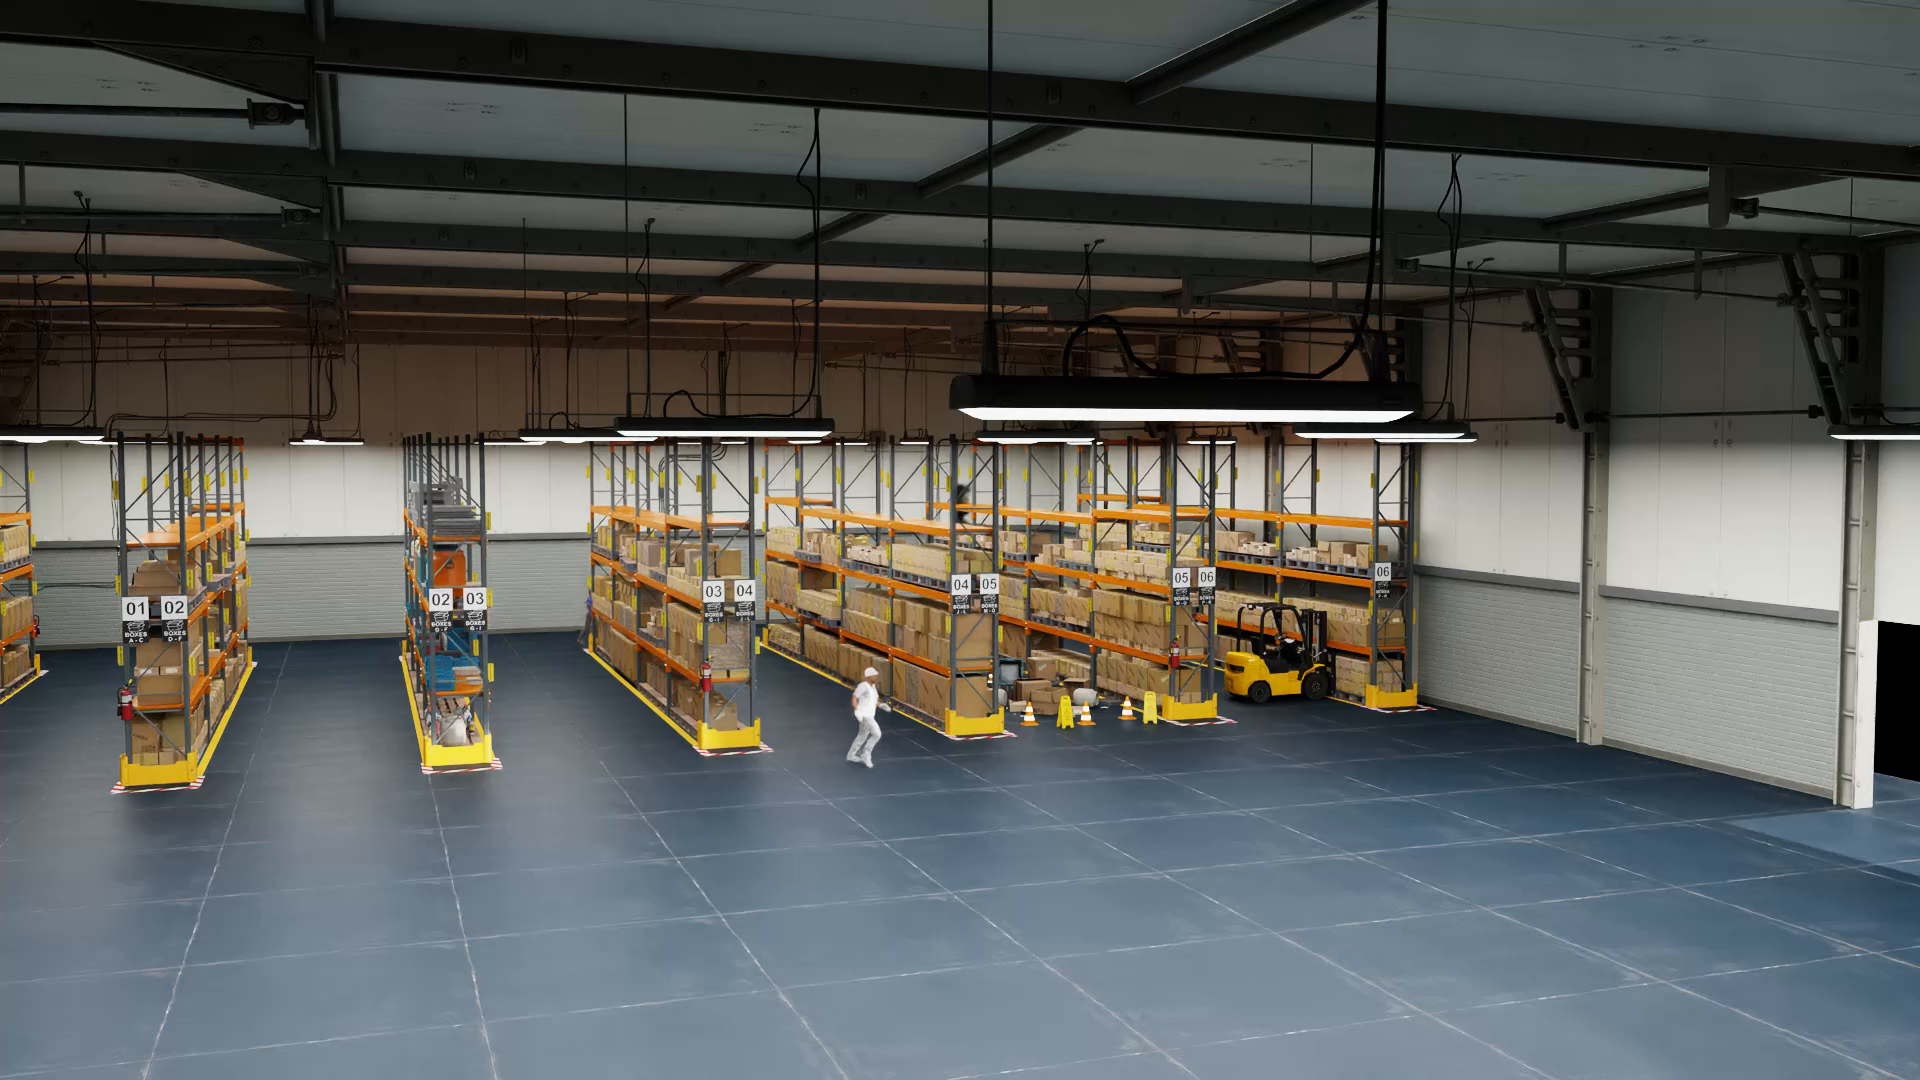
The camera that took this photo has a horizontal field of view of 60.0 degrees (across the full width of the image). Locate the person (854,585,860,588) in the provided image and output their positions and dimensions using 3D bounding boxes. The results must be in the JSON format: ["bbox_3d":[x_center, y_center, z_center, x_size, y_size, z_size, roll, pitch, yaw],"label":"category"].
[{"bbox_3d":[-2.981,2.172,47.678,0.725,1.750,1.050,-2,4,-28],"label":"person"}]

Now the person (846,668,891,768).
[{"bbox_3d":[-1.676,3.197,29.944,0.817,1.810,0.597,1,3,11],"label":"person"}]

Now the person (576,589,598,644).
[{"bbox_3d":[-10.635,2.232,47.986,0.833,1.699,0.541,0,3,5],"label":"person"}]
